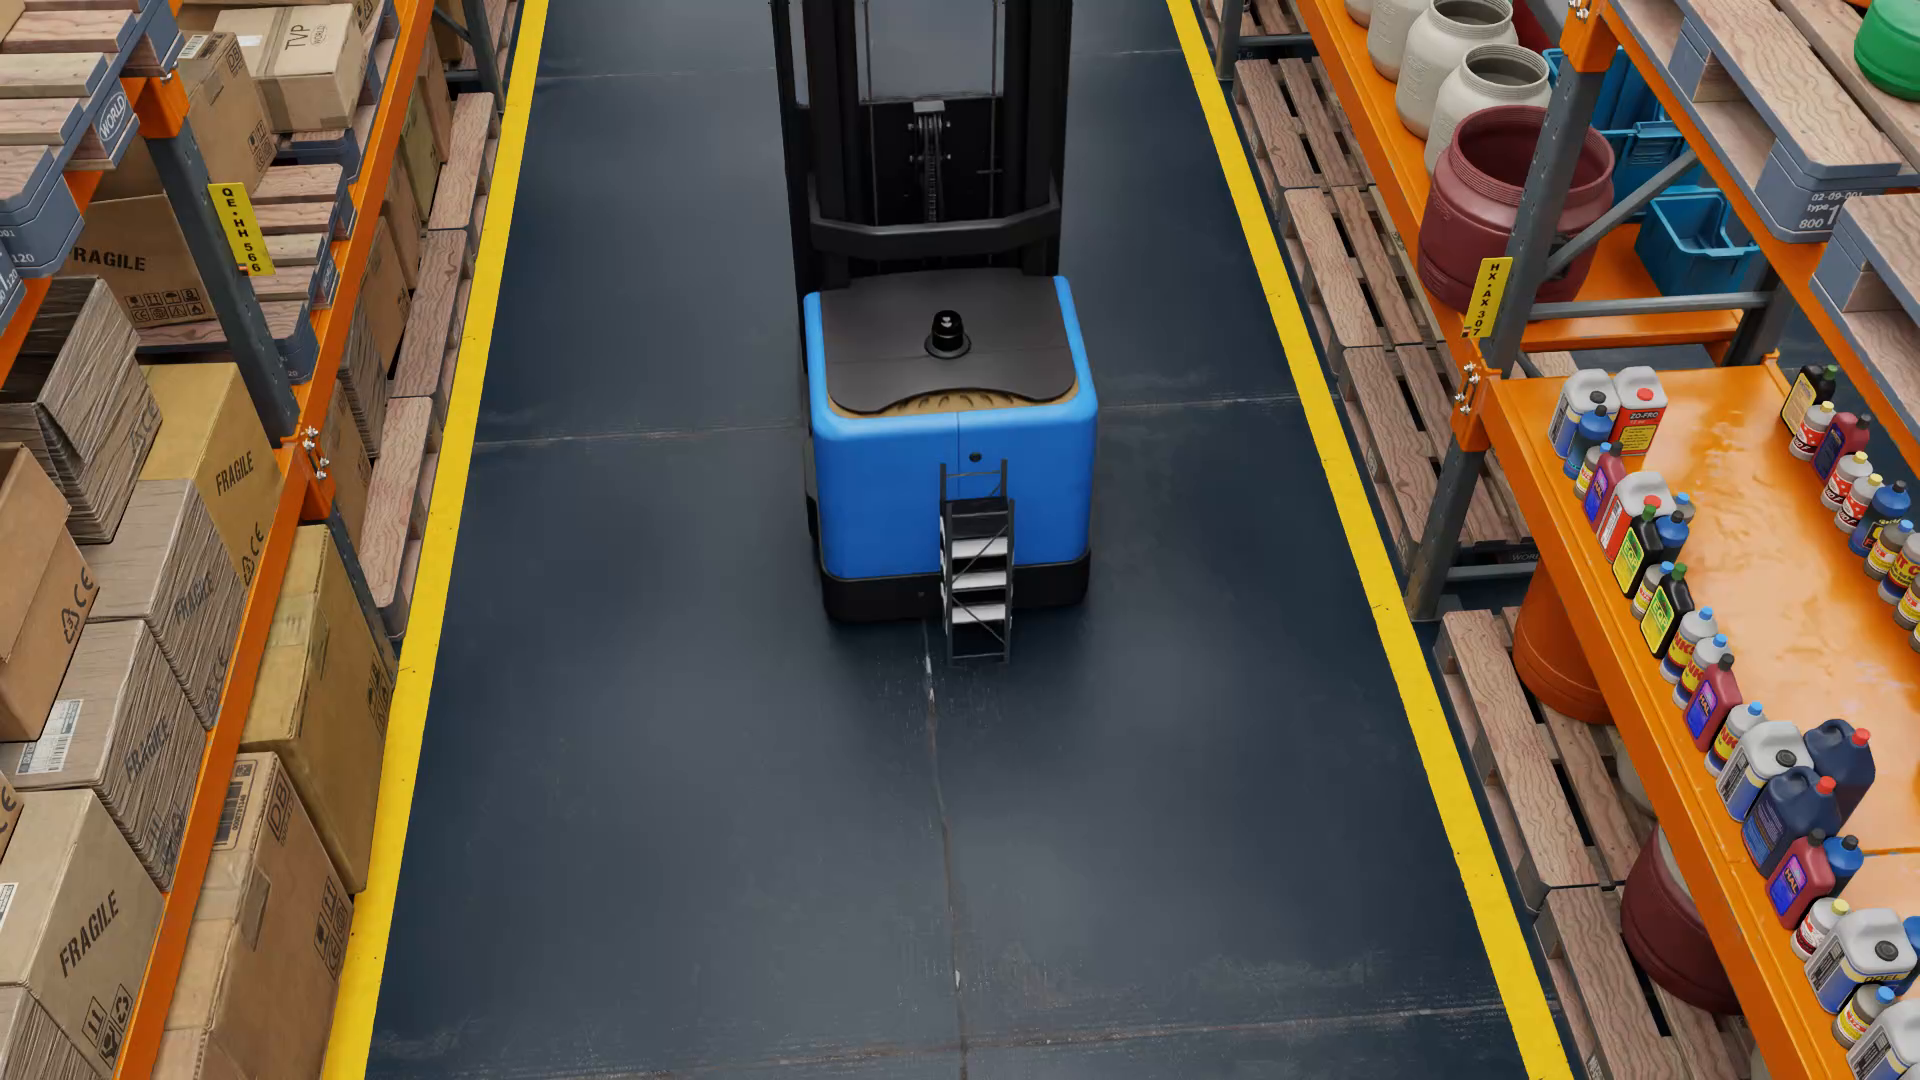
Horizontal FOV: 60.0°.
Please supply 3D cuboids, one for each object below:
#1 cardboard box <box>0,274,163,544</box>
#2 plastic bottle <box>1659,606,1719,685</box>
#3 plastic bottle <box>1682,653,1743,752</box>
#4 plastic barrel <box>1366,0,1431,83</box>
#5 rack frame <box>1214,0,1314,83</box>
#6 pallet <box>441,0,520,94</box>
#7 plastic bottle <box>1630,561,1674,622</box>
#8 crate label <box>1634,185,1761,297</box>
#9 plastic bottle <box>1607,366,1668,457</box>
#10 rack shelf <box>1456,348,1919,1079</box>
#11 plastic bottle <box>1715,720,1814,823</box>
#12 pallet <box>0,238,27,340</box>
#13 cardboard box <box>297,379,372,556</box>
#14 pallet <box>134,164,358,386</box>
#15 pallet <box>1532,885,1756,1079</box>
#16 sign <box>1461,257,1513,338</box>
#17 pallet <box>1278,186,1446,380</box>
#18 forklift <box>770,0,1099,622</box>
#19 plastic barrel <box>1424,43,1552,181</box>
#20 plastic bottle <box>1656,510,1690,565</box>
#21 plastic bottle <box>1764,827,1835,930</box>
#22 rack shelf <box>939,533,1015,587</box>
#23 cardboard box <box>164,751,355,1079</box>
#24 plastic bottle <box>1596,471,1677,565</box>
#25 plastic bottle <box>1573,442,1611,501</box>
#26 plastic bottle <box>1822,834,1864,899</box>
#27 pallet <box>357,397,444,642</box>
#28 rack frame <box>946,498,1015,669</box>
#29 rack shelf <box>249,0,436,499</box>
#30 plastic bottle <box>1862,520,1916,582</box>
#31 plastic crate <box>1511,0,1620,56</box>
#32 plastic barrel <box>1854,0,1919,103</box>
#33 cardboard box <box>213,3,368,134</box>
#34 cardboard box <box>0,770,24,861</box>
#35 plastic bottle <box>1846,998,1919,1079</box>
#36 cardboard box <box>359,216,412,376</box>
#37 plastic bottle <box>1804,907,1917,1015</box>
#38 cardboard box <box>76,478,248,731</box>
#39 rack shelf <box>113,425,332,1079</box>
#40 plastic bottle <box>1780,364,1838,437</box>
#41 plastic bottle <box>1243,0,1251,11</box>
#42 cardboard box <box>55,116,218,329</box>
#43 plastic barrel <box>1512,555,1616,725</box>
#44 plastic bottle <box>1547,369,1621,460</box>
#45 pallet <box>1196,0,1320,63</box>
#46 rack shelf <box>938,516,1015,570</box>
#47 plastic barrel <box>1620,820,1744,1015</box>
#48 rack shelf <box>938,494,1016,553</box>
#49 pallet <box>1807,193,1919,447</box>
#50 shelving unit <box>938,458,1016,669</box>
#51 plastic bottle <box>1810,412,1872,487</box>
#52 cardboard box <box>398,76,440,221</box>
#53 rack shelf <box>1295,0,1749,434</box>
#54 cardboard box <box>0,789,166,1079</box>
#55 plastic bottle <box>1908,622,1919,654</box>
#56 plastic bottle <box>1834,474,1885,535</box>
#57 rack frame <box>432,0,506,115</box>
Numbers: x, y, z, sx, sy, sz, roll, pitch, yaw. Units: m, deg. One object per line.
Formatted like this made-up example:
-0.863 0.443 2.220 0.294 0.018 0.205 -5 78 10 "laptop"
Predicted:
-2.615 -0.324 4.367 0.797 0.503 0.637 -2 47 -2 "cardboard box"
2.041 0.285 4.639 0.097 0.271 0.097 0 47 0 "plastic bottle"
2.041 0.436 4.488 0.061 0.283 0.133 -3 47 -3 "plastic bottle"
1.900 -2.167 6.779 0.433 0.535 0.433 0 47 0 "plastic barrel"
1.941 -3.669 8.296 1.000 3.000 0.127 -3 47 -3 "rack frame"
-3.086 -2.893 9.481 1.003 0.211 1.213 -3 47 -3 "pallet"
2.022 0.143 4.822 0.097 0.201 0.097 0 47 0 "plastic bottle"
2.614 -1.045 5.926 0.303 0.233 0.416 -3 47 -3 "crate label"
2.141 -0.409 5.294 0.152 0.276 0.135 -3 47 -3 "plastic bottle"
2.443 0.919 4.446 1.077 0.370 4.000 -3 47 -3 "rack shelf"
2.106 0.603 4.334 0.152 0.276 0.135 -3 47 -3 "plastic bottle"
-2.457 -0.169 3.045 1.003 0.211 1.213 -2 47 -1 "pallet"
-2.736 -0.250 6.476 0.700 0.500 0.500 -6 47 -5 "cardboard box"
-2.826 -0.917 5.822 1.213 0.211 1.003 -3 47 -3 "pallet"
2.482 1.632 5.195 1.003 0.211 1.213 -3 47 -3 "pallet"
1.728 -0.793 5.459 0.100 0.325 0.005 -3 47 -3 "sign"
2.150 -1.260 7.934 1.003 0.211 1.213 -3 47 -3 "pallet"
-0.164 -1.763 6.538 1.130 2.935 3.031 -4 47 -4 "forklift"
1.977 -1.545 6.207 0.421 0.512 0.421 0 47 0 "plastic barrel"
2.071 0.018 4.892 0.097 0.271 0.097 0 47 0 "plastic bottle"
2.087 0.834 4.111 0.061 0.283 0.133 -3 47 -3 "plastic bottle"
0.060 0.064 6.128 0.258 0.077 0.200 -4 47 -4 "rack shelf"
-2.556 1.258 4.803 1.225 0.875 0.875 -3 47 -3 "cardboard box"
2.028 -0.065 4.968 0.152 0.276 0.135 -3 47 -3 "plastic bottle"
1.980 -0.218 5.164 0.097 0.201 0.097 0 47 0 "plastic bottle"
2.164 0.821 4.132 0.097 0.271 0.097 0 47 0 "plastic bottle"
-2.724 -0.081 6.818 1.003 0.211 1.213 -3 47 -3 "pallet"
0.071 0.176 6.100 0.240 0.900 0.006 -4 47 -4 "rack frame"
-2.827 -1.674 6.901 1.077 0.370 4.000 -3 47 -3 "rack shelf"
2.770 0.023 4.936 0.097 0.201 0.097 0 47 0 "plastic bottle"
2.445 -1.985 6.656 0.402 0.464 0.583 -3 47 -3 "plastic crate"
2.135 -1.117 3.630 0.294 0.245 0.294 0 47 0 "plastic barrel"
-2.571 -1.794 6.333 0.500 0.250 0.500 -5 47 -4 "cardboard box"
-2.500 0.633 3.461 0.797 0.503 0.637 -2 47 -2 "cardboard box"
2.171 1.169 3.799 0.152 0.276 0.135 -3 47 -3 "plastic bottle"
-2.849 -1.060 7.243 0.700 0.500 0.500 0 47 0 "cardboard box"
2.152 1.002 3.957 0.152 0.276 0.135 -3 47 -3 "plastic bottle"
-2.336 0.194 4.568 0.500 0.500 0.500 -4 47 -4 "cardboard box"
-2.493 1.220 4.160 1.077 0.370 4.000 -3 47 -3 "rack shelf"
2.735 -0.468 5.345 0.061 0.283 0.133 -3 47 -3 "plastic bottle"
1.600 -3.102 9.383 0.097 0.201 0.097 0 47 0 "plastic bottle"
-2.745 -1.041 5.449 0.500 0.500 0.500 -9 47 -8 "cardboard box"
2.334 0.179 5.856 0.600 0.830 0.708 -3 47 -3 "plastic barrel"
1.990 -0.400 5.285 0.152 0.276 0.135 -3 47 -3 "plastic bottle"
1.926 -3.199 9.771 1.003 0.211 1.213 -3 47 -3 "pallet"
0.060 0.002 6.063 0.258 0.077 0.200 -4 47 -4 "rack shelf"
2.428 1.079 5.170 0.600 0.588 0.708 -3 47 -3 "plastic barrel"
0.060 -0.060 5.997 0.258 0.077 0.200 -4 47 -4 "rack shelf"
2.350 -0.229 3.102 1.003 0.211 1.213 -3 47 -3 "pallet"
0.060 0.103 6.169 0.258 0.900 0.210 -4 47 -4 "shelving unit"
2.754 -0.301 5.186 0.061 0.283 0.133 -3 47 -3 "plastic bottle"
-2.944 -1.868 8.009 0.700 0.500 0.500 -4 47 -4 "cardboard box"
2.108 -1.975 7.186 1.077 0.370 4.000 -3 47 -3 "rack shelf"
-2.247 0.938 3.863 0.500 0.500 0.500 -3 47 -3 "cardboard box"
2.794 0.234 4.736 0.097 0.201 0.097 0 47 0 "plastic bottle"
2.754 -0.118 5.069 0.097 0.201 0.097 0 47 0 "plastic bottle"
-2.995 -3.368 8.011 1.000 3.000 0.127 -3 47 -3 "rack frame"
